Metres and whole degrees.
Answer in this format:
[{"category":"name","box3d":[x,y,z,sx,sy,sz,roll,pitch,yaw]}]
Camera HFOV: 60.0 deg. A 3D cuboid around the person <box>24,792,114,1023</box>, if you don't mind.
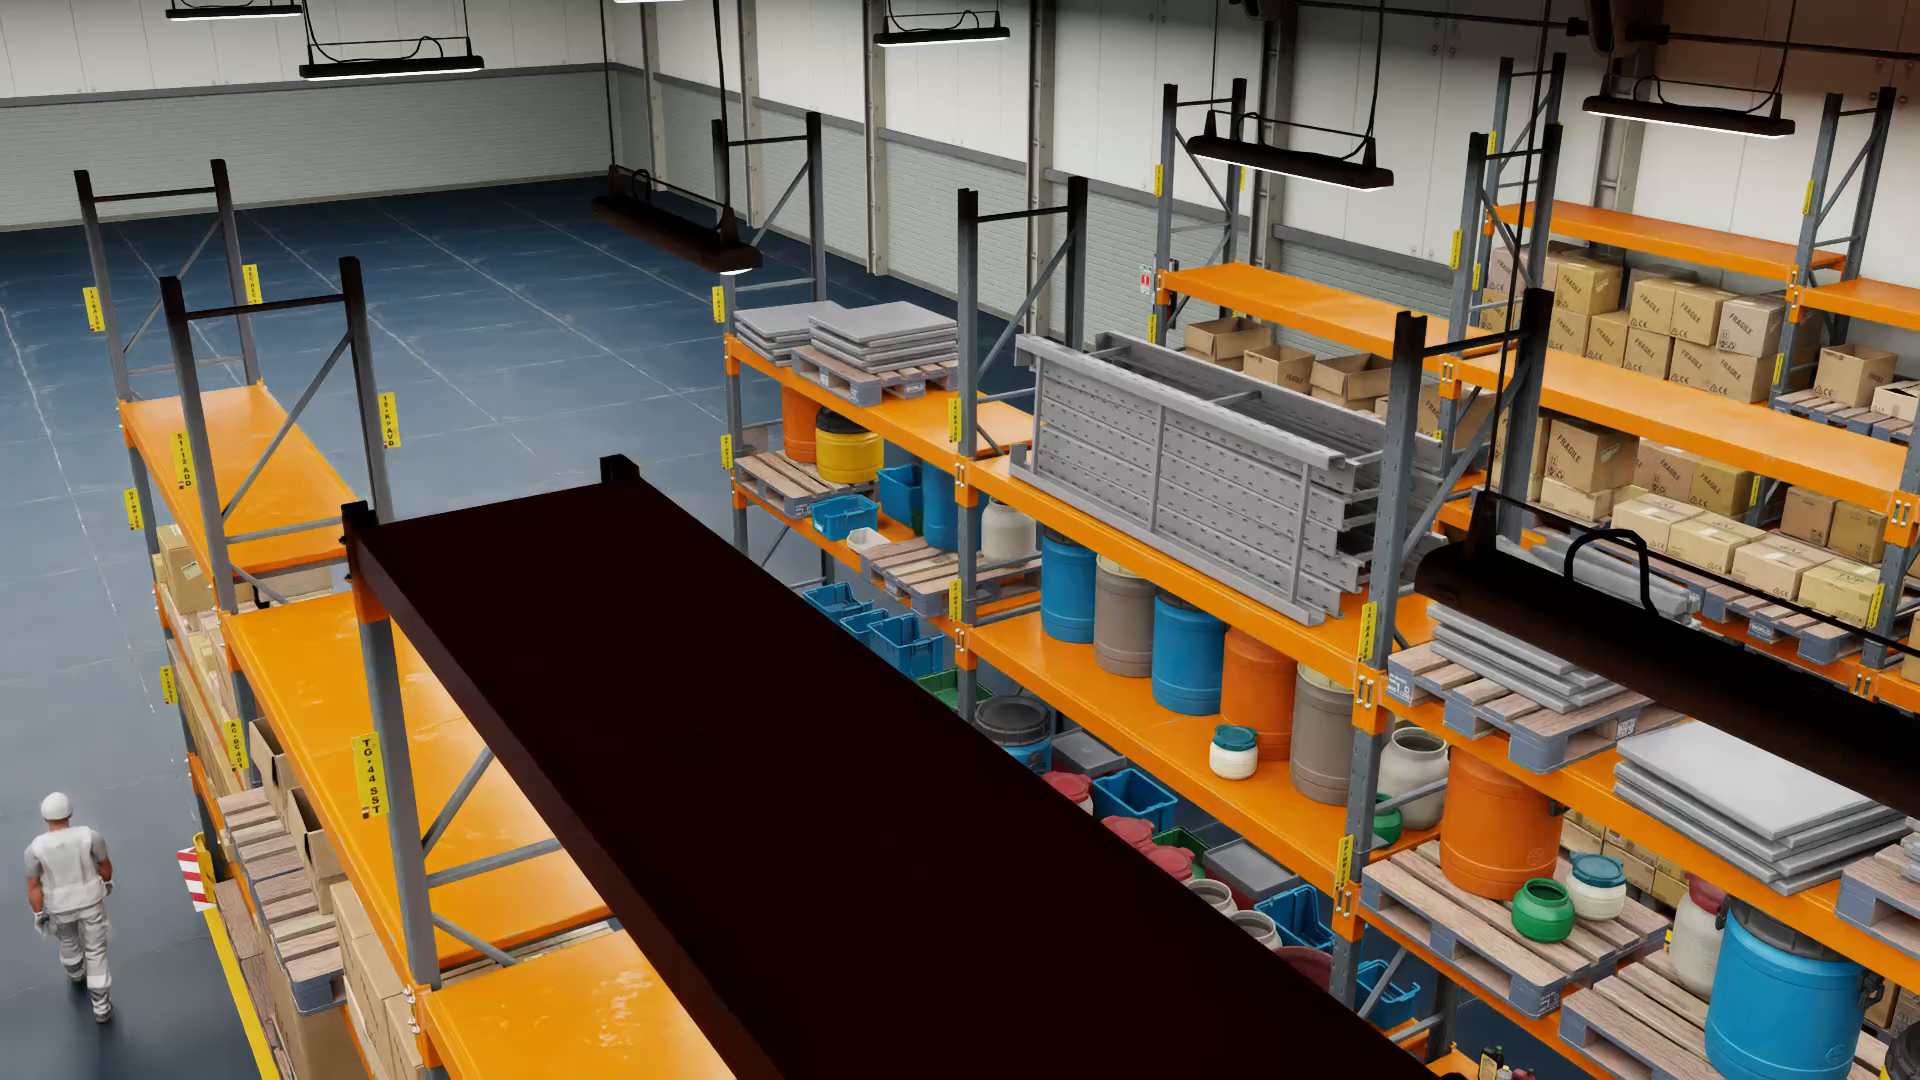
[{"category":"person","box3d":[-6.584,2.638,12.394,0.544,1.746,0.902,-9,23,-21]}]
